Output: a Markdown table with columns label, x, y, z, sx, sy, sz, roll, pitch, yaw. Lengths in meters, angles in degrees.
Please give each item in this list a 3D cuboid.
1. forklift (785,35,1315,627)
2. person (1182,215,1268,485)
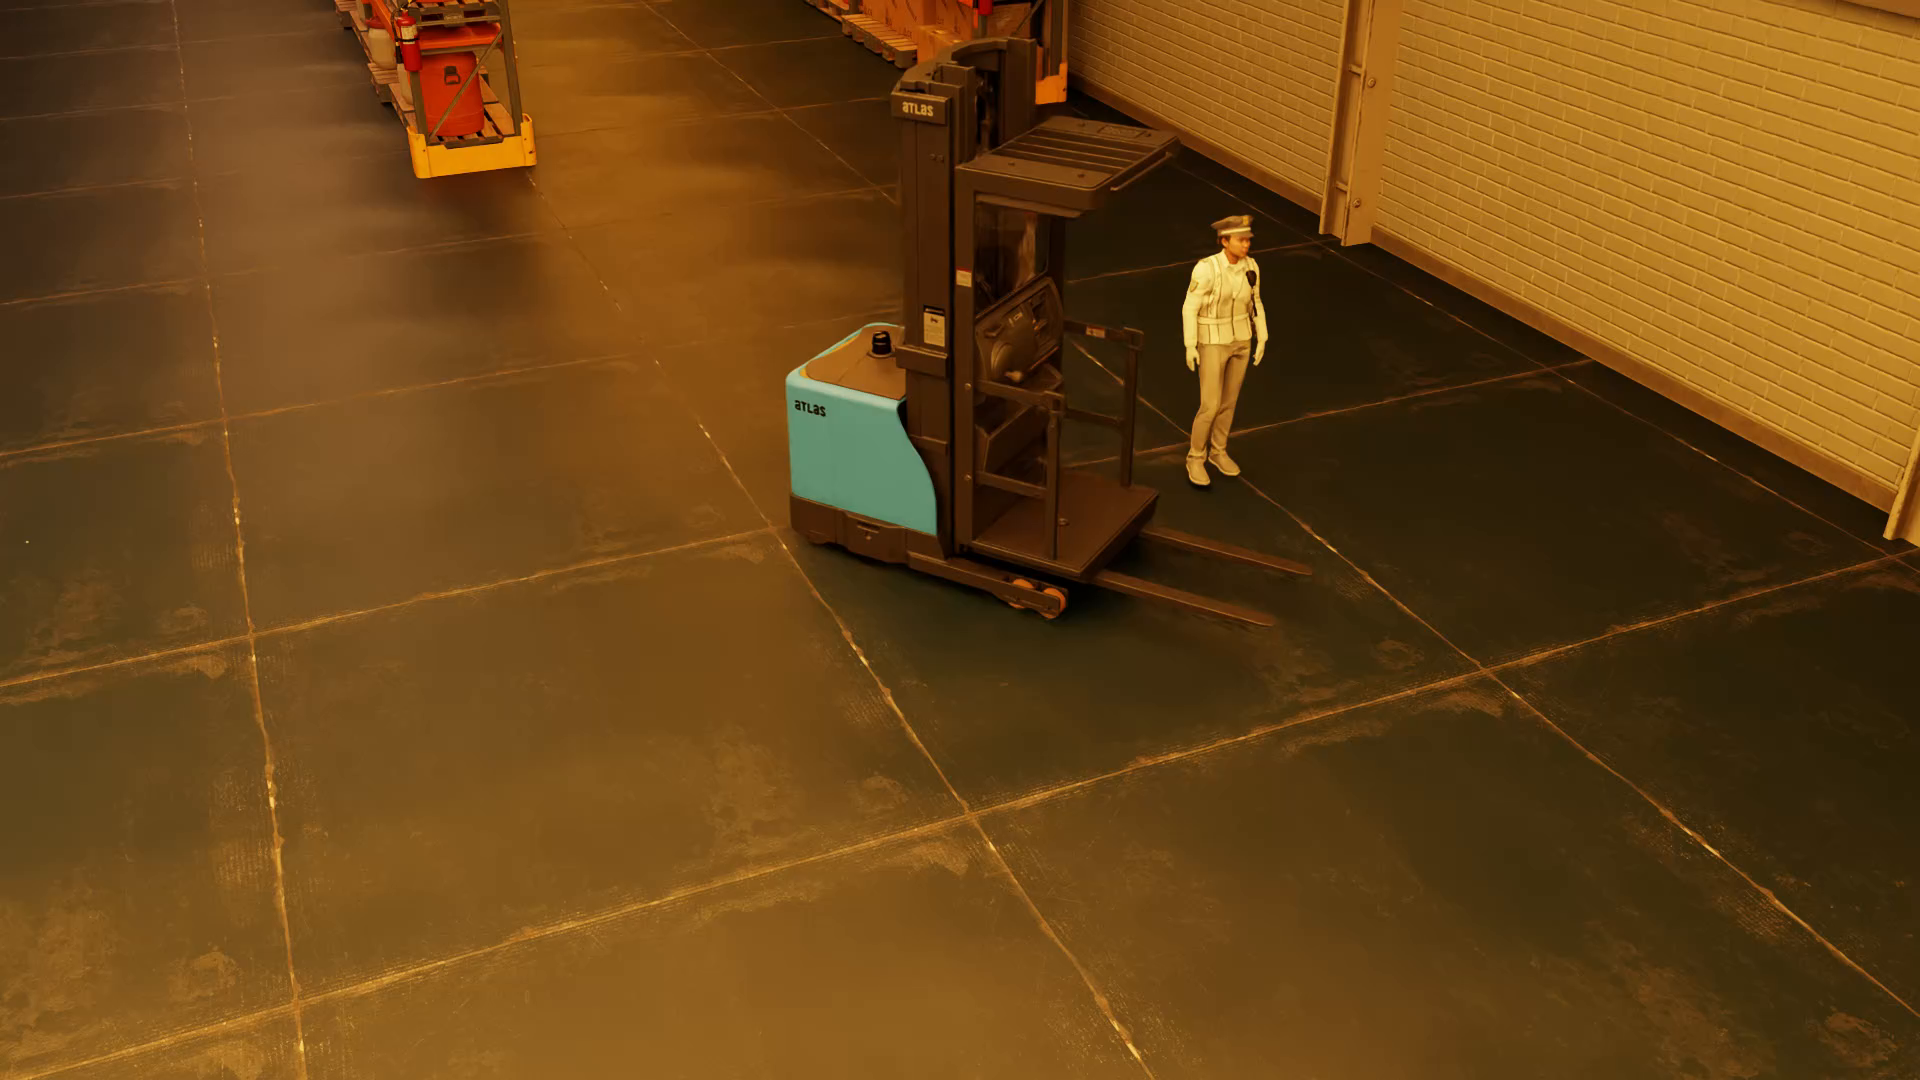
| label | x | y | z | sx | sy | sz | roll | pitch | yaw |
| --- | --- | --- | --- | --- | --- | --- | --- | --- | --- |
| forklift | 0.510 | -1.136 | 9.107 | 3.031 | 2.935 | 1.130 | 16 | 33 | 25 |
| person | 1.695 | -1.206 | 10.464 | 0.589 | 1.696 | 0.512 | -11 | 31 | -18 |
